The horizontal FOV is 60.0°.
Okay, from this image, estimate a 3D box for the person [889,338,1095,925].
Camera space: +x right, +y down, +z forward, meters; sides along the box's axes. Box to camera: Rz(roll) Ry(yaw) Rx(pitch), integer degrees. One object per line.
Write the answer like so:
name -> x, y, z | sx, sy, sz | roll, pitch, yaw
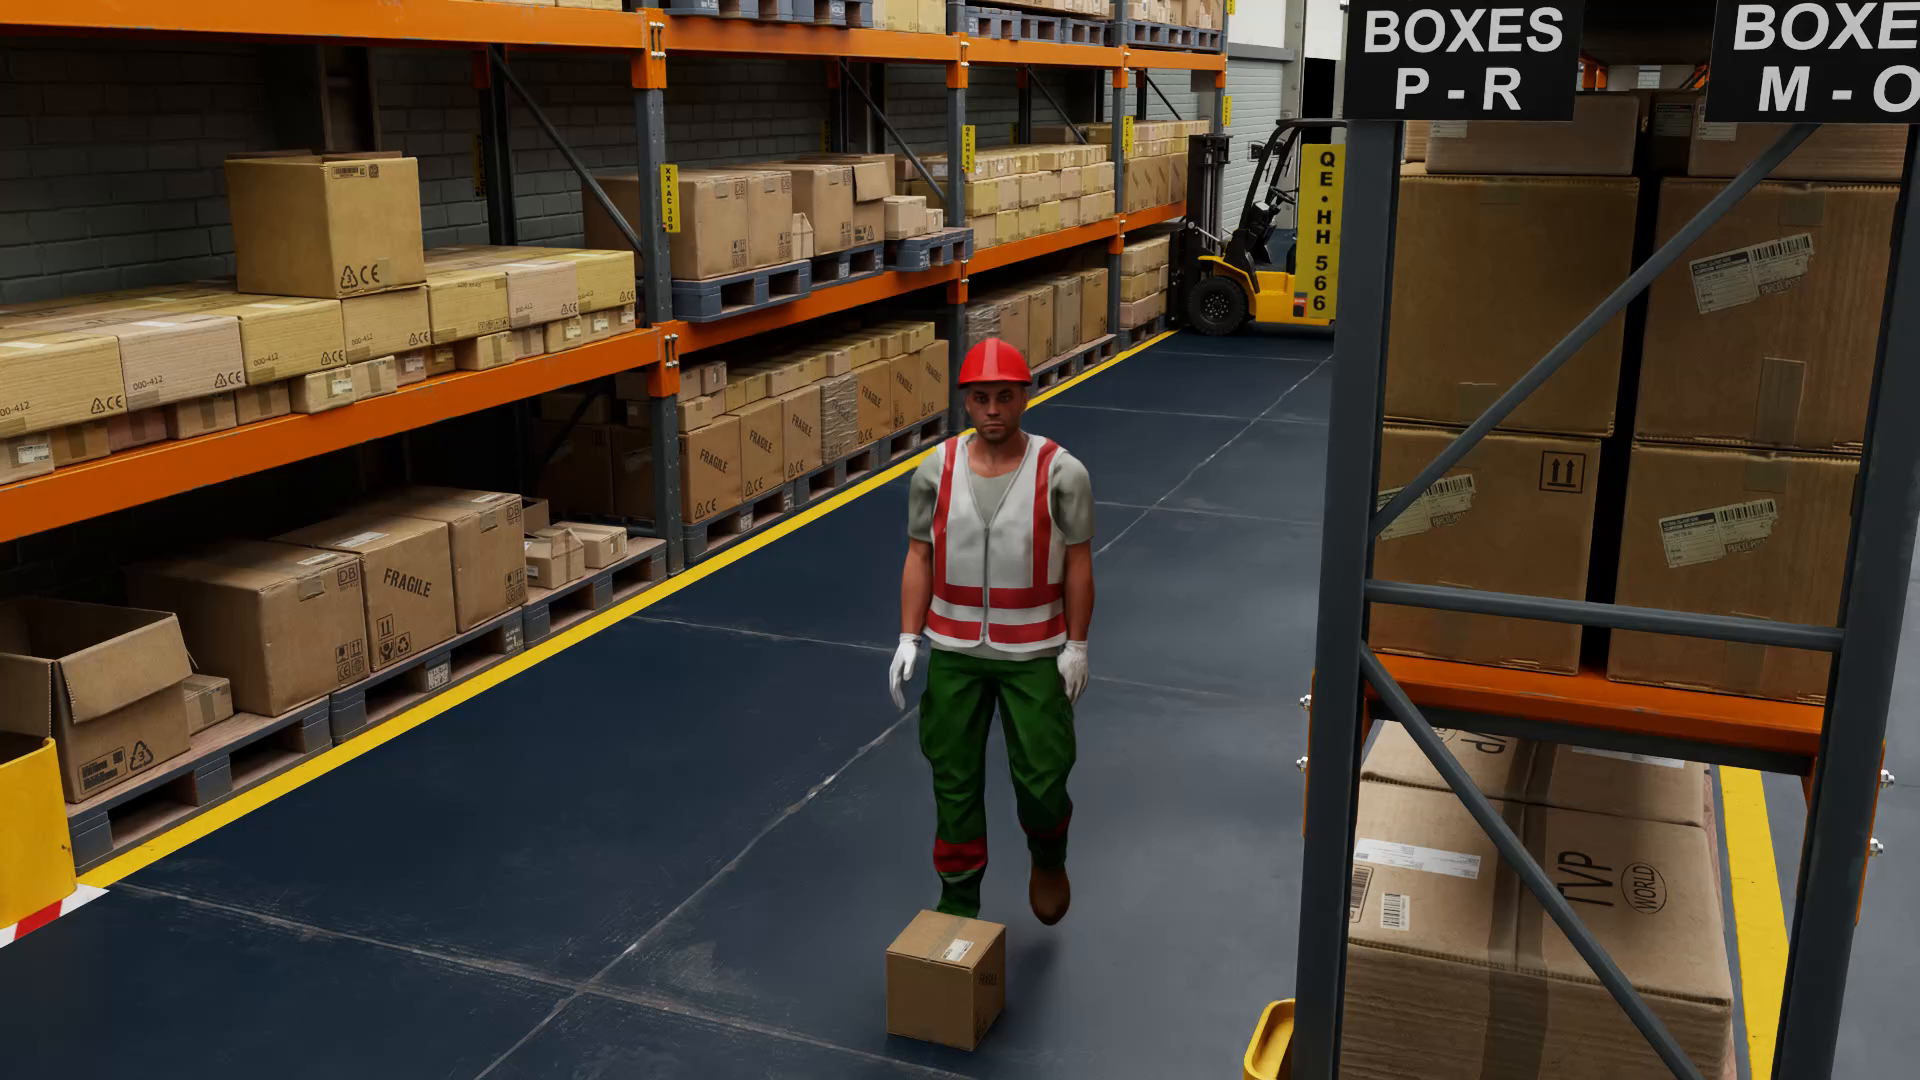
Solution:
person -> 0.085, 0.331, 4.697 | 0.558, 1.783, 0.640 | 3, 16, 12
